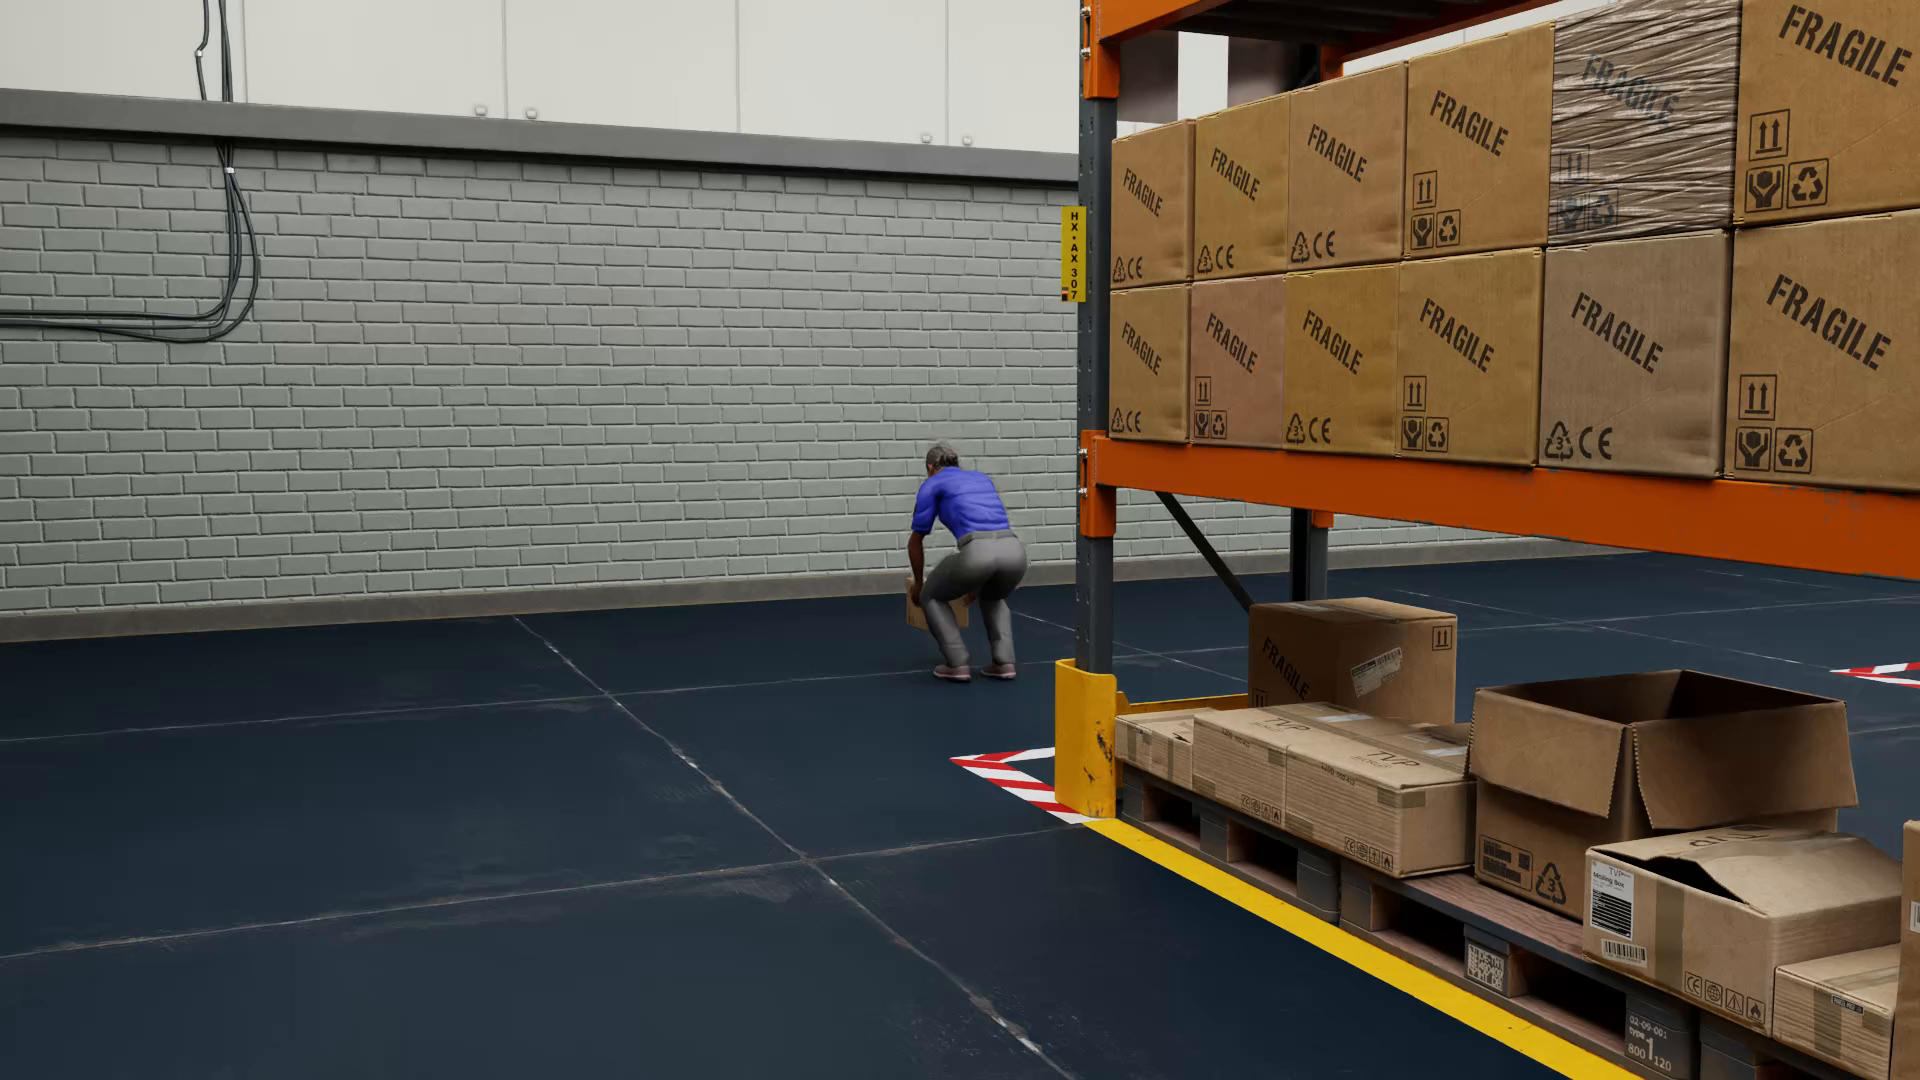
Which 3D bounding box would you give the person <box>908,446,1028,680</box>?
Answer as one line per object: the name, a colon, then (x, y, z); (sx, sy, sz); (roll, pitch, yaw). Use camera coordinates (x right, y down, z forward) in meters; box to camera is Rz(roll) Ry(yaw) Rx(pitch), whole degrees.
person: (0.024, 0.118, 8.401); (0.501, 1.168, 0.726); (-2, 6, -24)
